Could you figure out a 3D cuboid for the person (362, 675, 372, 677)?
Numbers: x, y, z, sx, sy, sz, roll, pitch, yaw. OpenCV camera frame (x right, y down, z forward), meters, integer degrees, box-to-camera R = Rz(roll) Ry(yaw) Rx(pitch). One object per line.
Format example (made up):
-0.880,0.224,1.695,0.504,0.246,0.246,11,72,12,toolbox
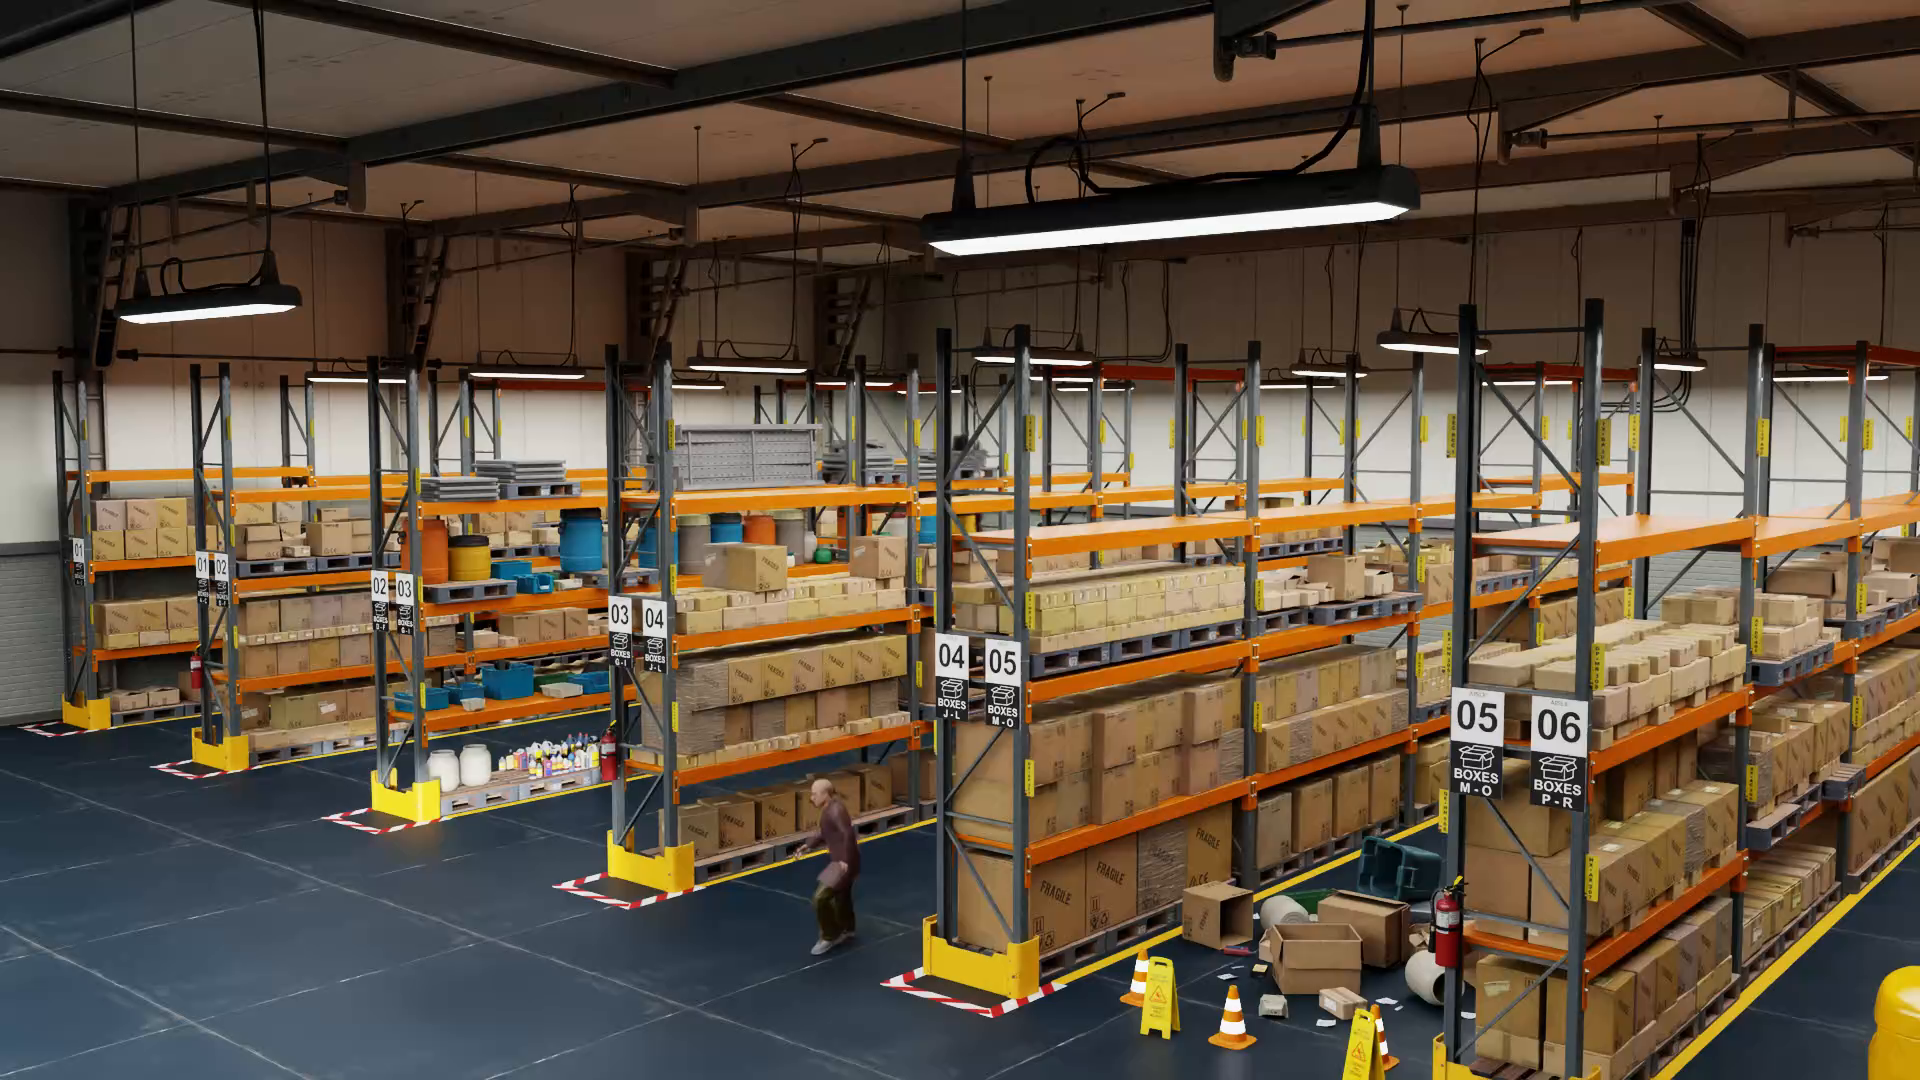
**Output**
-10.355,2.236,29.066,0.651,1.697,0.976,2,4,23,person

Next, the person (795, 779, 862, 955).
-1.279,3.144,16.182,0.649,1.696,0.927,0,4,-6,person
